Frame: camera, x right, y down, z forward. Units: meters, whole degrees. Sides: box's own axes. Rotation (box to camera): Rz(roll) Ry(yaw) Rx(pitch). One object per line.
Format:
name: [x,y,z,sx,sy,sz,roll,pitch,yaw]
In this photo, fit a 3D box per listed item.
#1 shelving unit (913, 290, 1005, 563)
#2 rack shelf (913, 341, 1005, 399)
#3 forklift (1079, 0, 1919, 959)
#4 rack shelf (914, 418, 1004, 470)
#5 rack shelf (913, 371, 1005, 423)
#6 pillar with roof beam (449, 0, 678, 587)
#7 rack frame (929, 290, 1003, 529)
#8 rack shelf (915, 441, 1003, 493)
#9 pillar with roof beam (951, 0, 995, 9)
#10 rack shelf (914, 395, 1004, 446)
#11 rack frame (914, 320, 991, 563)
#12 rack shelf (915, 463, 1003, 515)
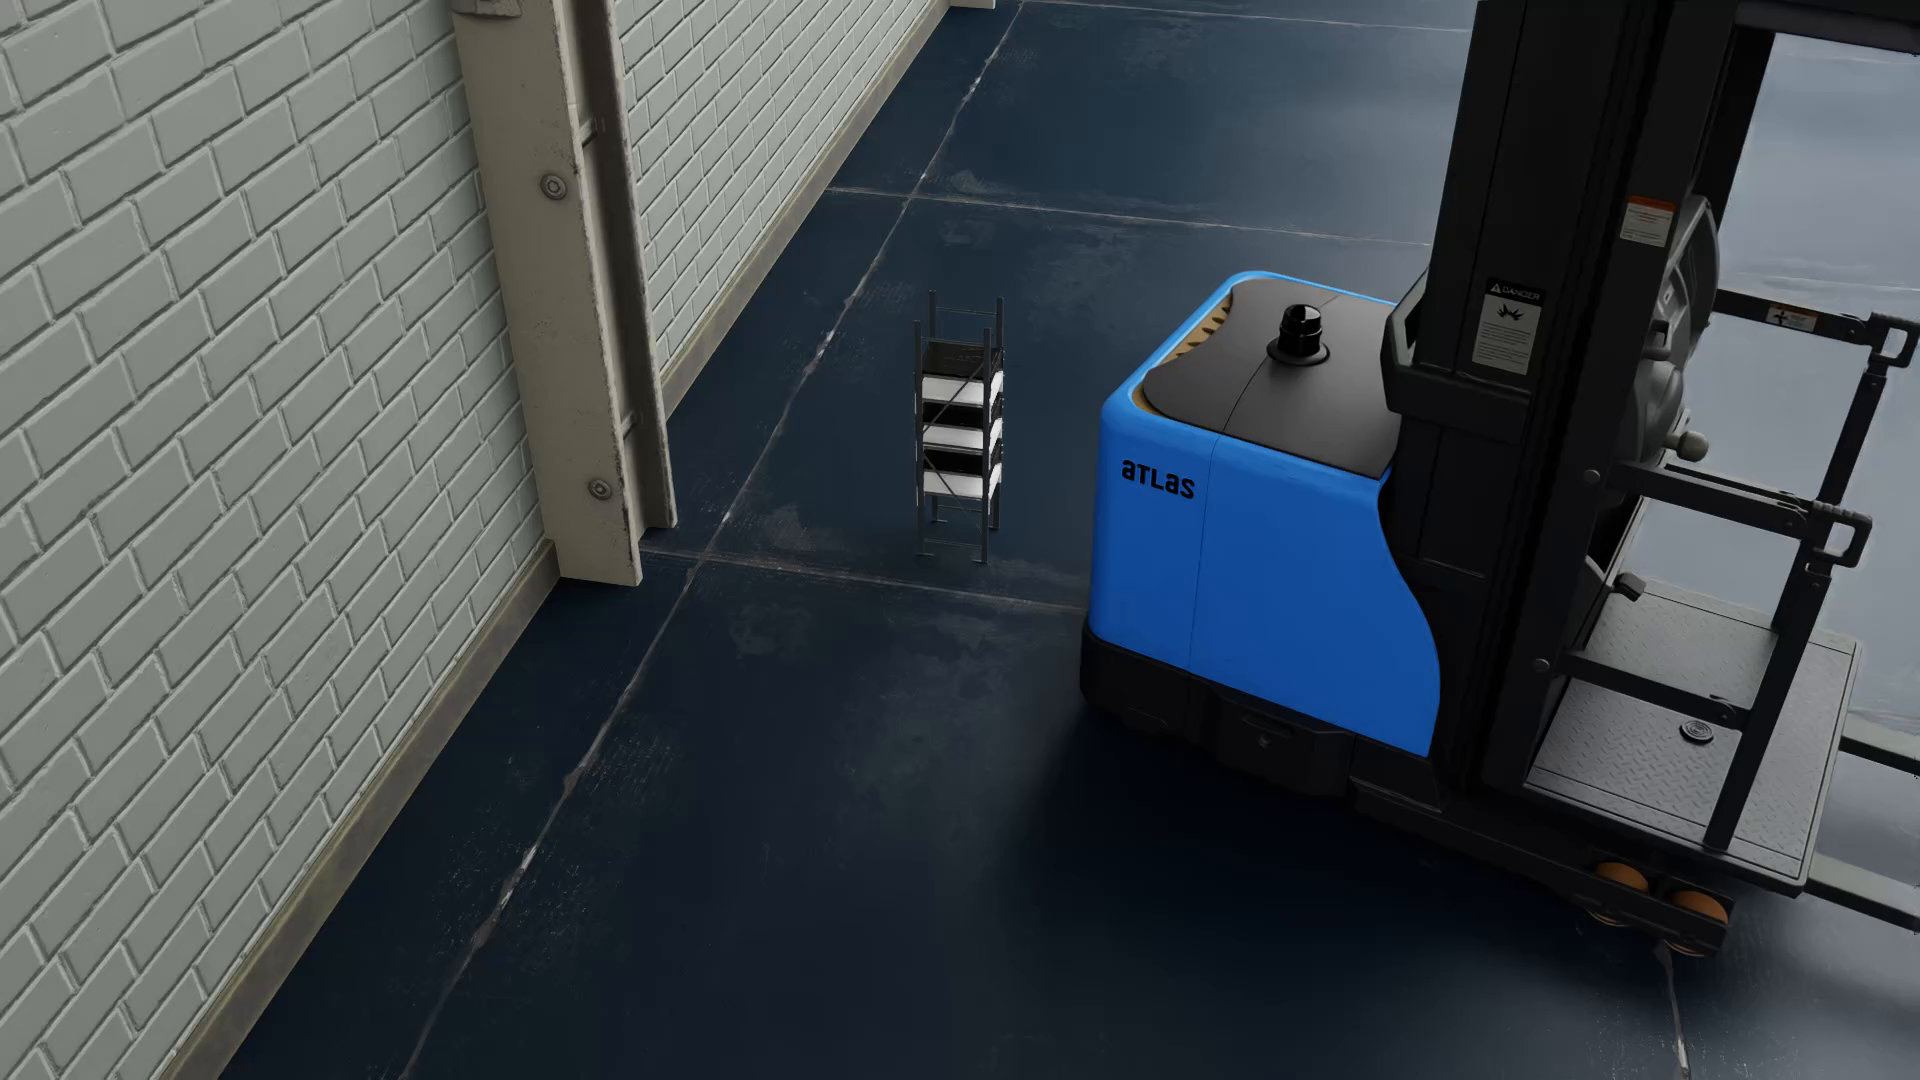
shelving unit: [-0.002,-0.360,5.479,0.258,0.900,0.210,7,37,10]
rack shelf: [-0.002,-0.551,5.341,0.258,0.077,0.200,7,37,10]
forklift: [1.891,-0.477,3.911,3.031,2.935,1.130,19,40,24]
rack shelf: [-0.002,-0.333,5.499,0.258,0.077,0.200,7,37,10]
rack shelf: [-0.002,-0.478,5.393,0.258,0.077,0.200,7,37,10]
pillar with roof beam: [3.022,-3.082,2.334,9.100,9.000,0.400,7,37,10]
rack frame: [0.020,-0.418,5.560,0.240,0.900,0.006,7,37,10]
rack shelf: [-0.002,-0.260,5.552,0.258,0.077,0.200,7,37,10]
pillar with roof beam: [4.304,-6.521,7.080,9.100,9.000,0.400,7,37,10]
rack shelf: [-0.002,-0.406,5.446,0.258,0.077,0.200,7,37,10]
rack frame: [-0.023,-0.301,5.399,0.240,0.900,0.006,7,37,10]
rack shelf: [-0.002,-0.187,5.605,0.258,0.077,0.200,7,37,10]
